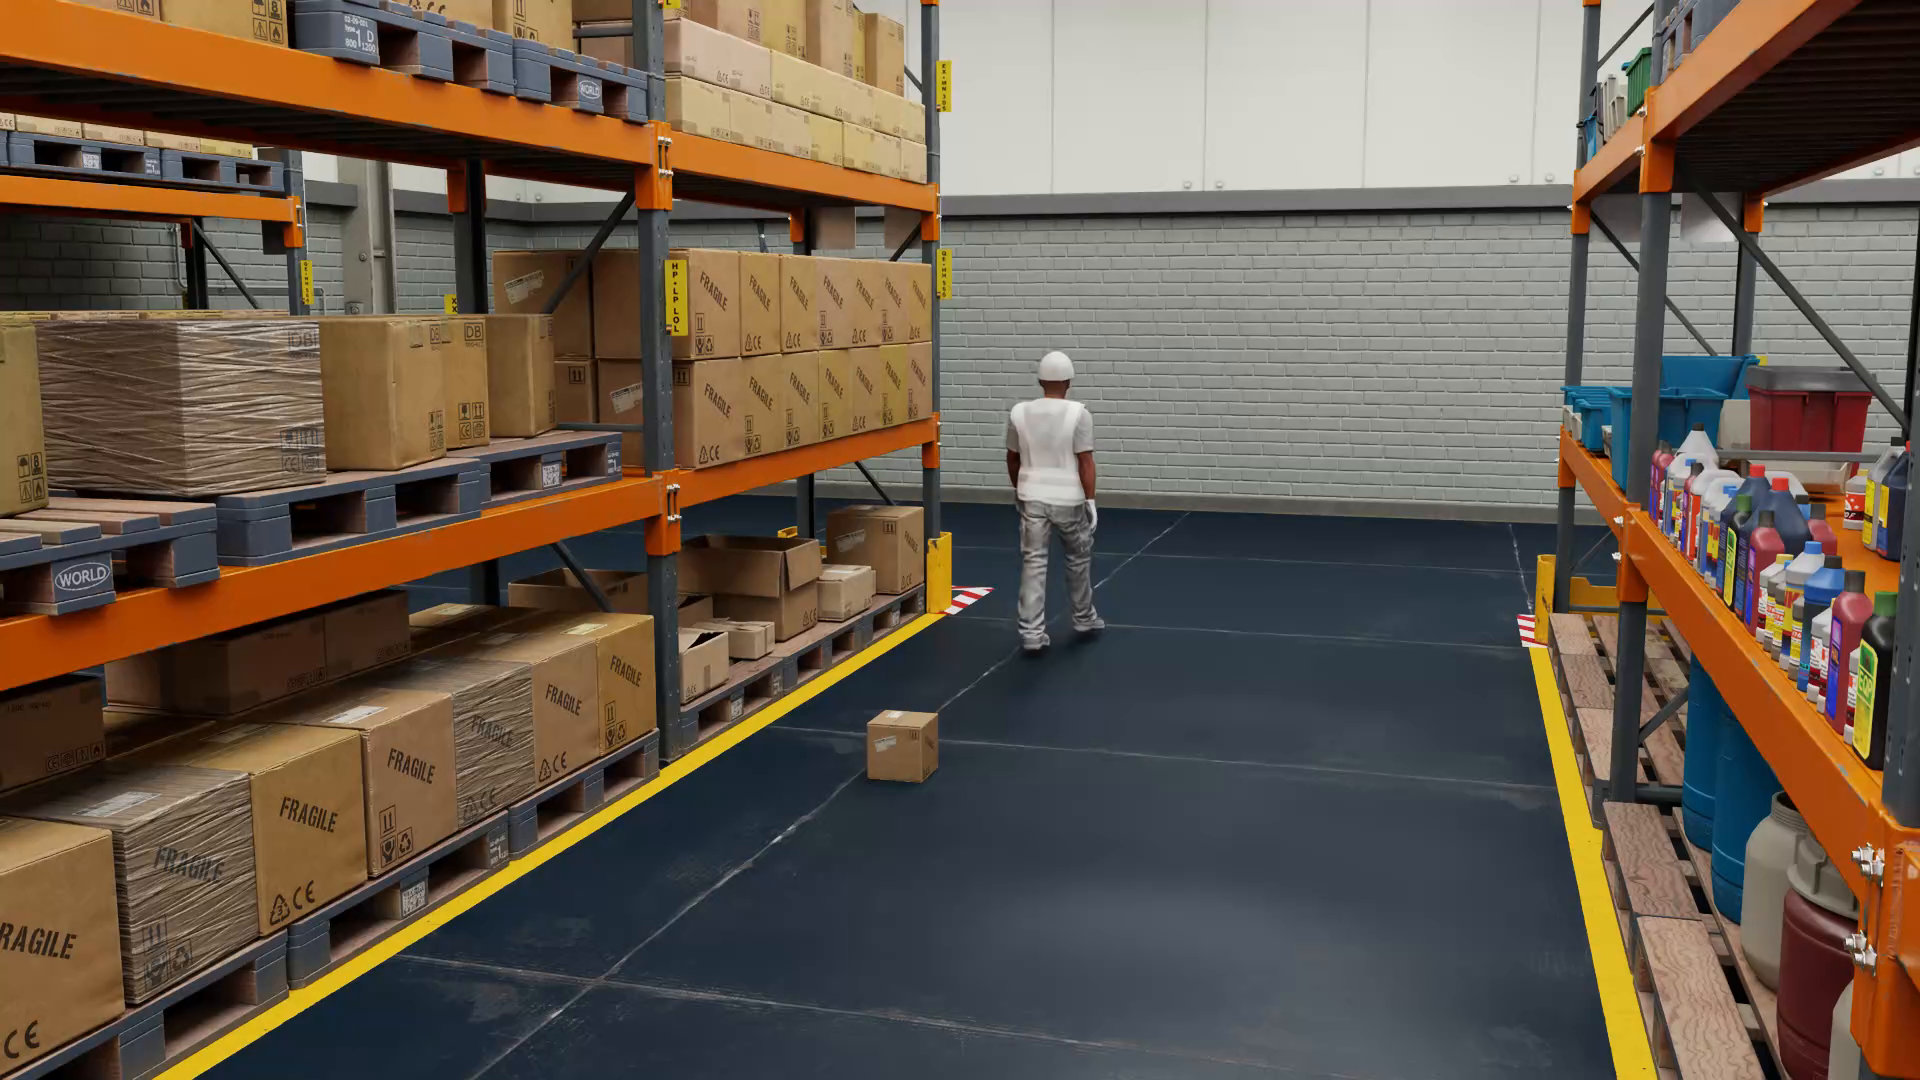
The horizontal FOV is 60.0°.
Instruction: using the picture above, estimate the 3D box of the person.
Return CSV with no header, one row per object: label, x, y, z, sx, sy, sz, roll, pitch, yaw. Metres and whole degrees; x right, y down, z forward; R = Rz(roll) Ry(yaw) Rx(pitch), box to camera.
person,0.583,-0.264,9.961,0.599,1.733,0.965,3,9,18
